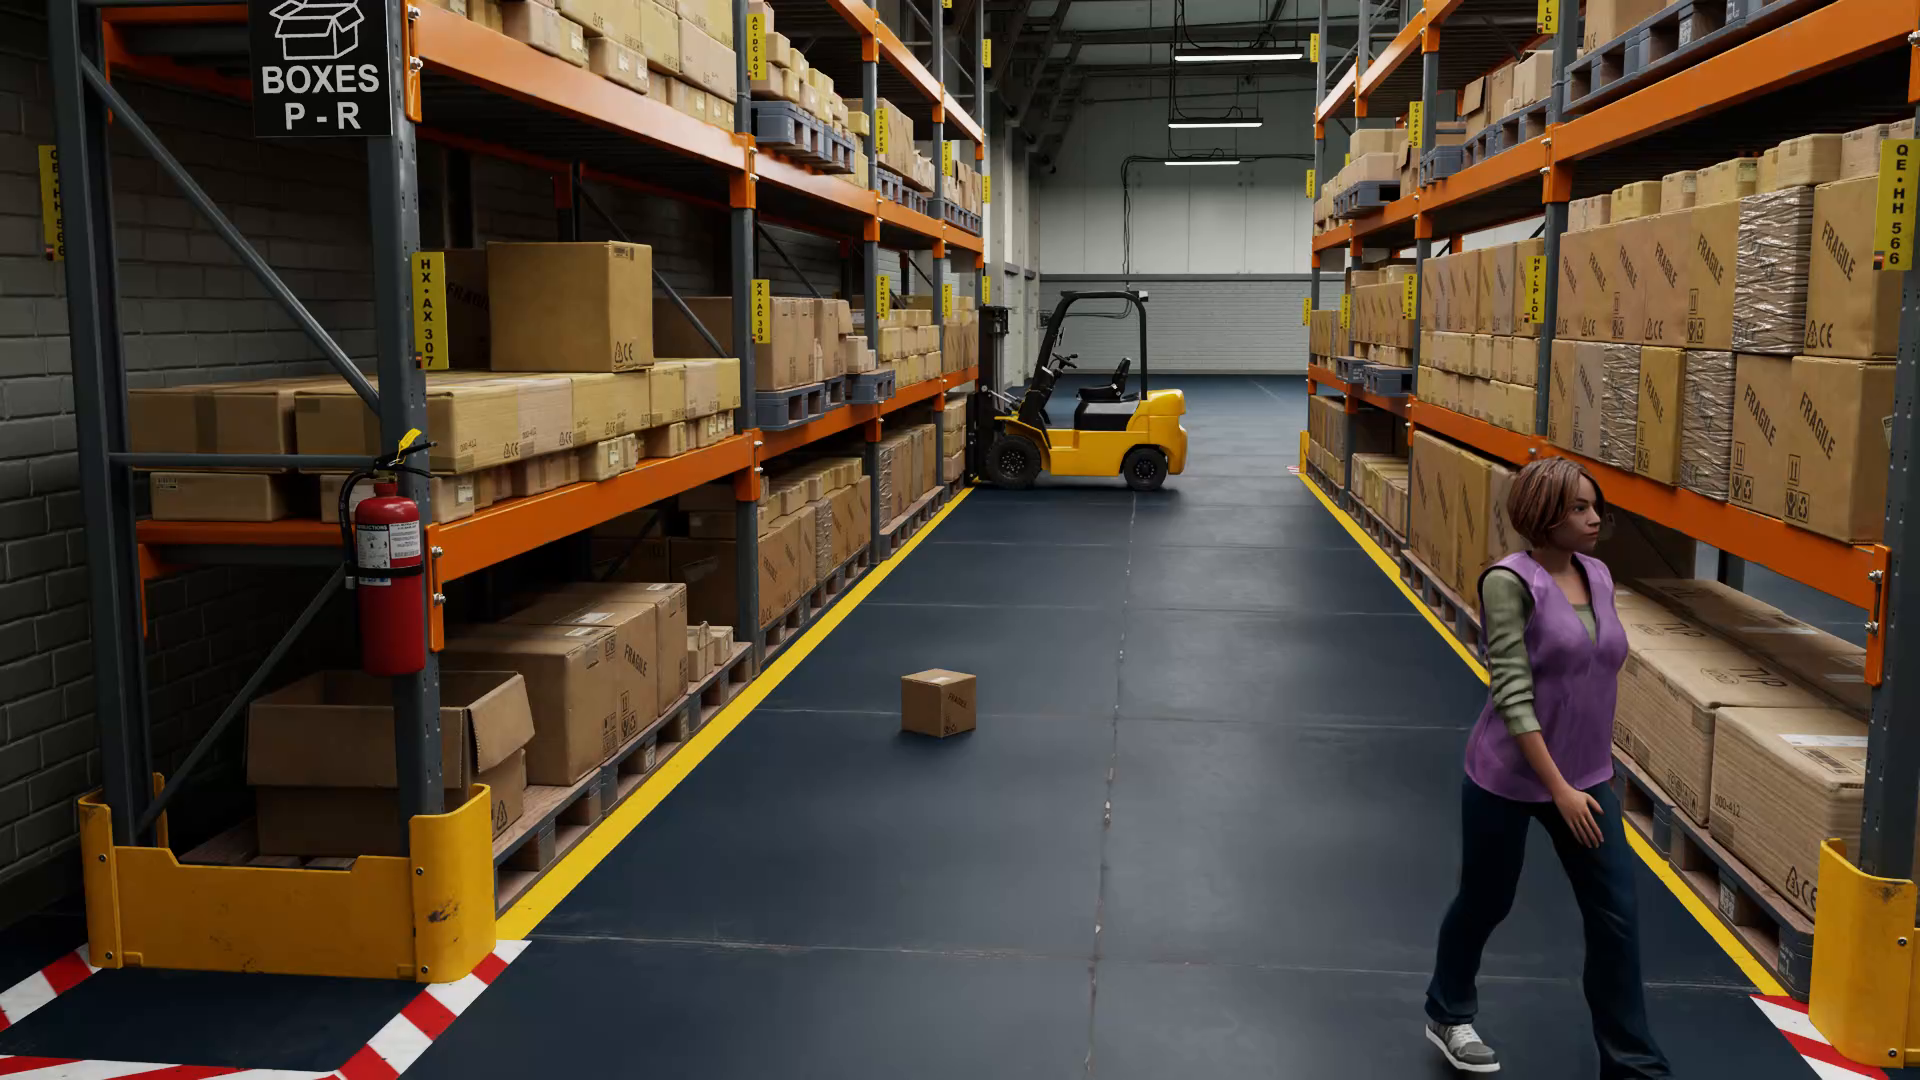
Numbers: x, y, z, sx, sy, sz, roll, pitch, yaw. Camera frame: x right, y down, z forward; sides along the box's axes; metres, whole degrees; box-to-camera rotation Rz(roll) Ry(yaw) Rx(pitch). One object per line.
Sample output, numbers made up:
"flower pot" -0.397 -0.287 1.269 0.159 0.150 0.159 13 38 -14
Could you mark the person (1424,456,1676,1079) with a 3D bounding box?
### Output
"person" 1.425 0.596 3.927 0.414 1.581 0.829 -3 8 -21
